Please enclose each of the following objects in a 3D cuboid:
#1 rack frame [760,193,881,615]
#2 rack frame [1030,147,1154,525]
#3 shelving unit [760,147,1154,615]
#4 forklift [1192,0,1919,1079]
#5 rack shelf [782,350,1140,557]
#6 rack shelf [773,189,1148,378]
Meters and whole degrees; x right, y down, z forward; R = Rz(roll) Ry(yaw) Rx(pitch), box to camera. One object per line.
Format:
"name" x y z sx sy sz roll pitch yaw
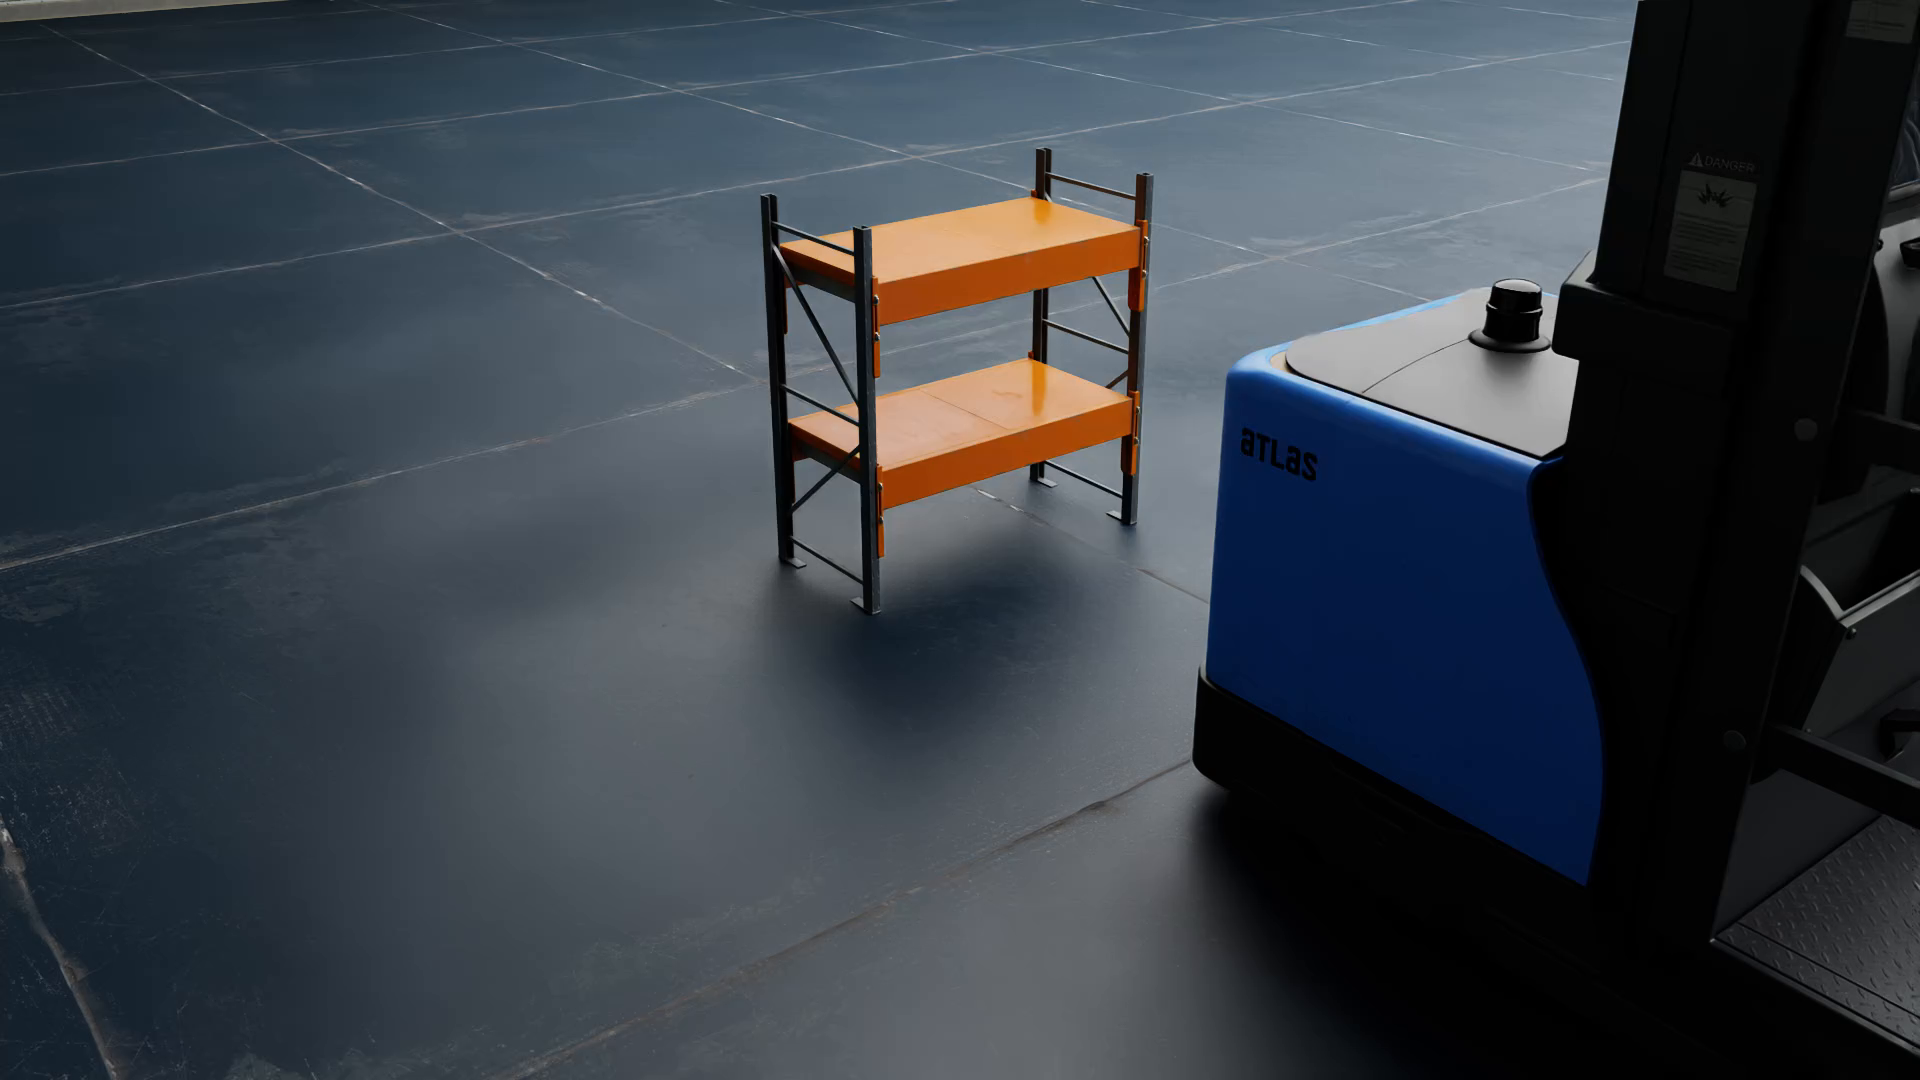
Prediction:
"rack frame" -0.395 -0.380 4.732 0.032 1.125 0.500 -18 31 -34
"rack frame" 0.405 -0.644 5.302 0.032 1.125 0.500 -18 31 -34
"shelving unit" 0.005 -0.512 5.017 1.048 1.125 0.538 -18 31 -34
"forklift" 1.851 -0.378 2.582 1.130 2.935 3.031 -18 30 -34
"rack shelf" 0.005 -0.290 5.120 1.000 0.278 0.538 -18 31 -34
"rack shelf" 0.005 -0.777 4.894 1.000 0.278 0.538 -18 31 -34
